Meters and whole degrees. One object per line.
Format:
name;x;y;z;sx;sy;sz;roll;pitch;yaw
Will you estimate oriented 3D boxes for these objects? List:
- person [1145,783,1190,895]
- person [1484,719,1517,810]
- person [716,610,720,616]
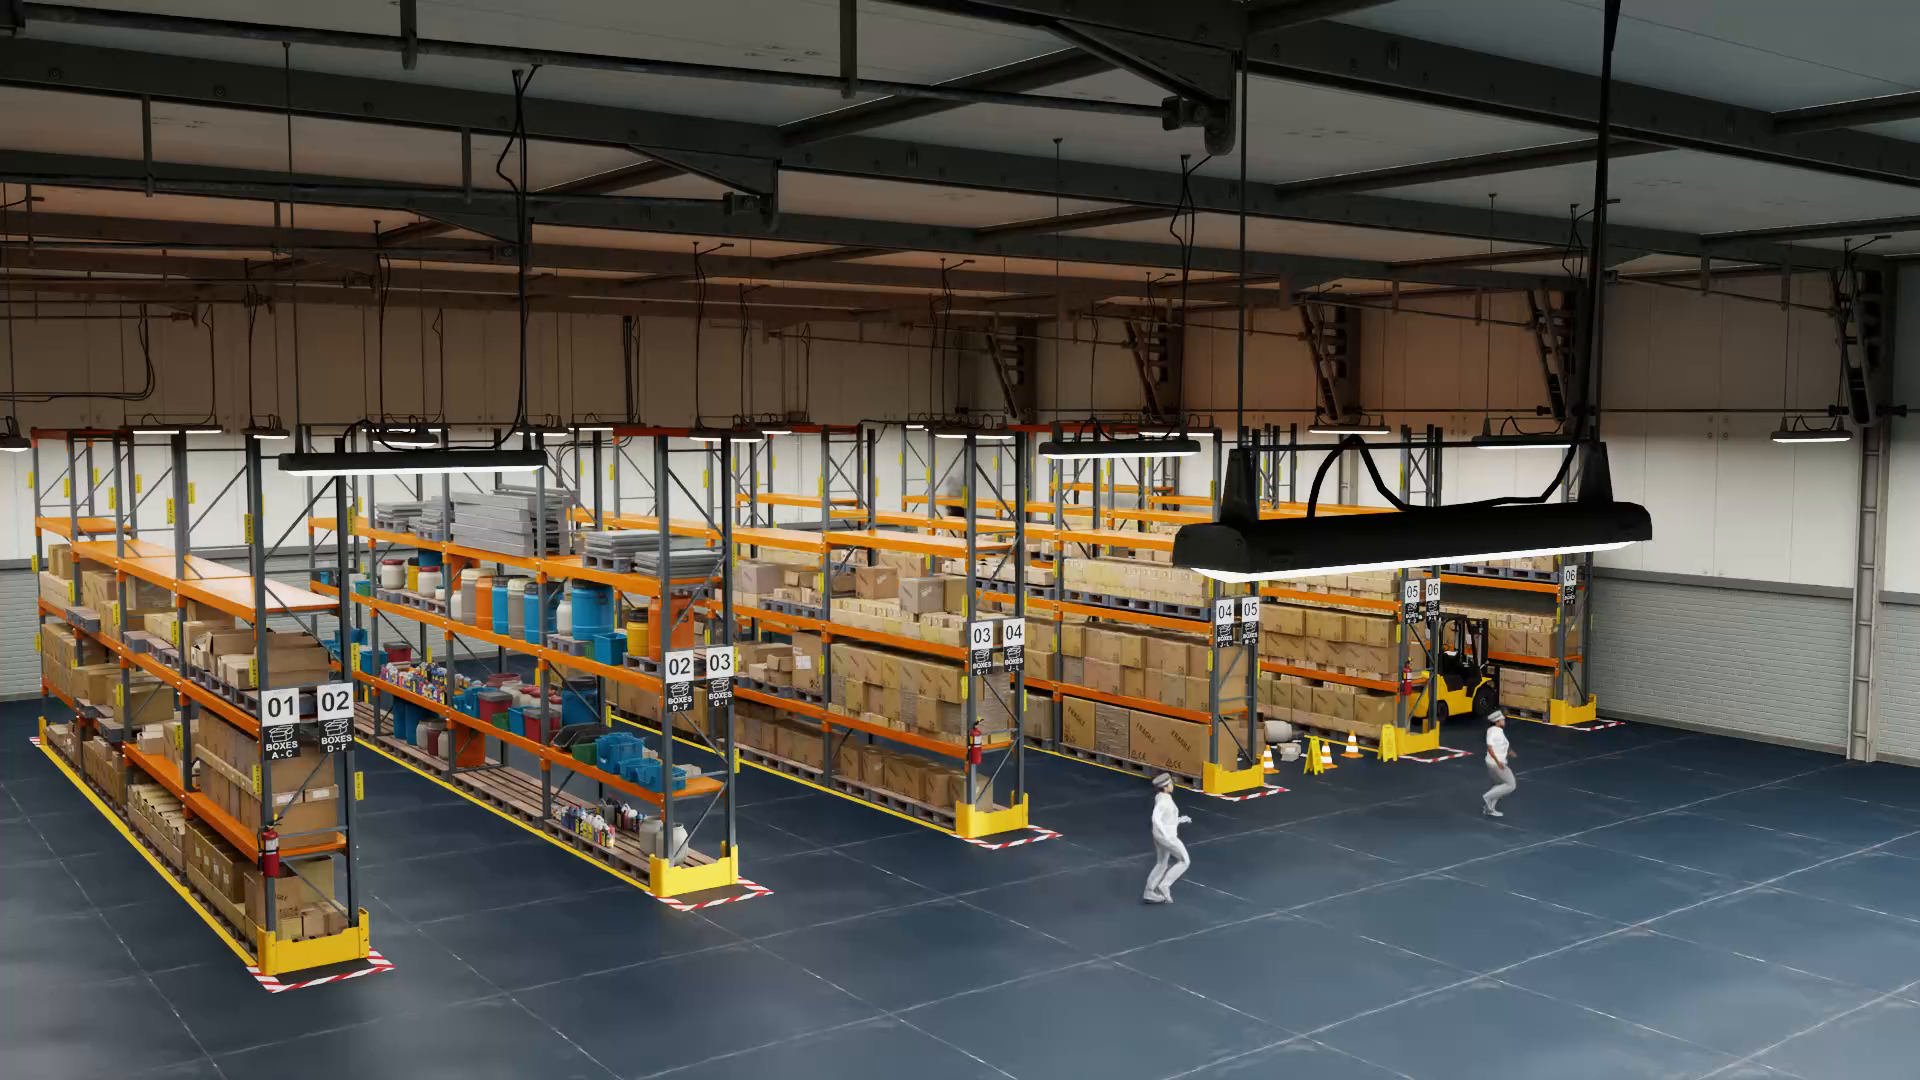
person;2.654;3.790;21.303;0.567;1.539;0.568;-1;5;-9
person;8.419;3.462;25.889;0.523;1.543;0.575;1;5;6
person;-5.726;2.471;38.509;0.747;1.705;0.561;-2;5;-25
